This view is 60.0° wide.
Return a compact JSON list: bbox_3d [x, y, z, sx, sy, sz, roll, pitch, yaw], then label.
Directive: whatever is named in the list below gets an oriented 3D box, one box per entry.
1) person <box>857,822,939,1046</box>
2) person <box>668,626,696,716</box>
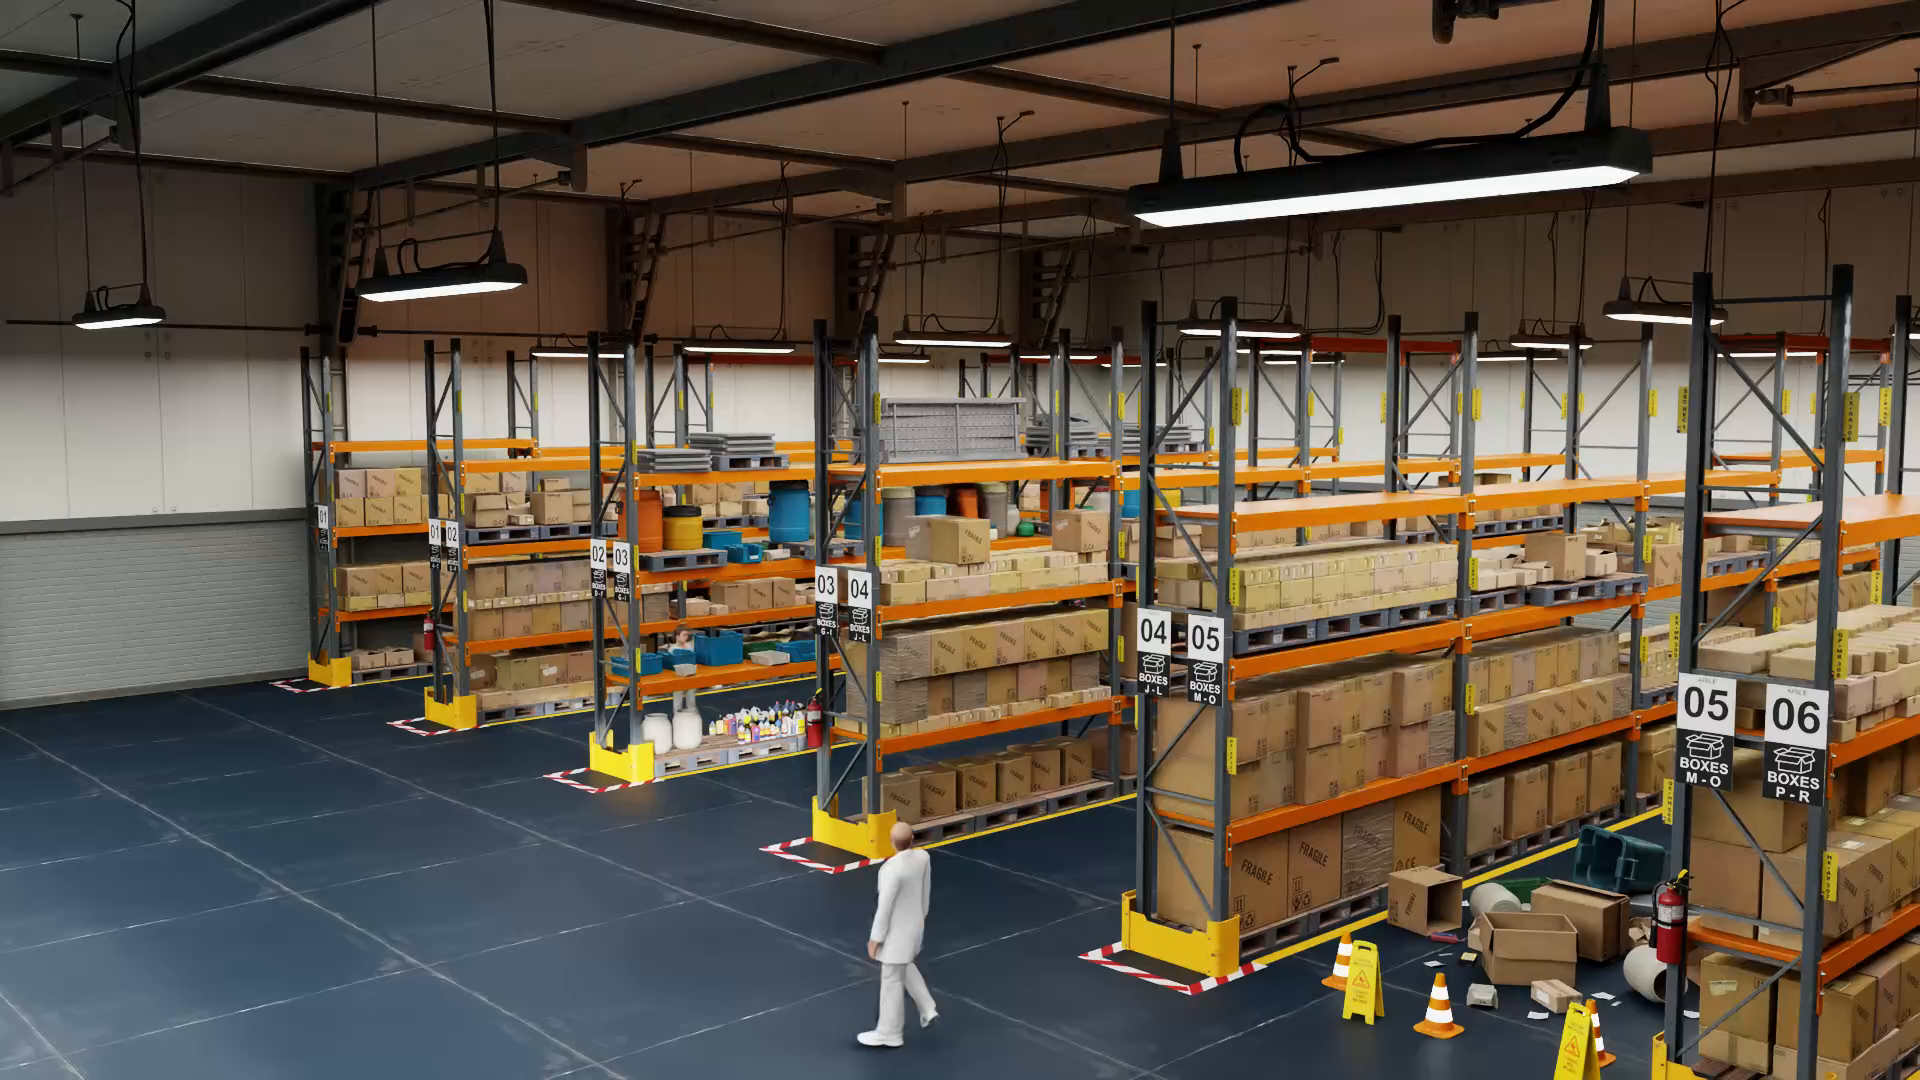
[{"bbox_3d":[-0.471,3.104,13.245,0.561,1.780,0.654,2,5,24],"label":"person"},{"bbox_3d":[-4.161,2.134,24.980,0.462,1.691,0.425,-4,6,-36],"label":"person"}]
